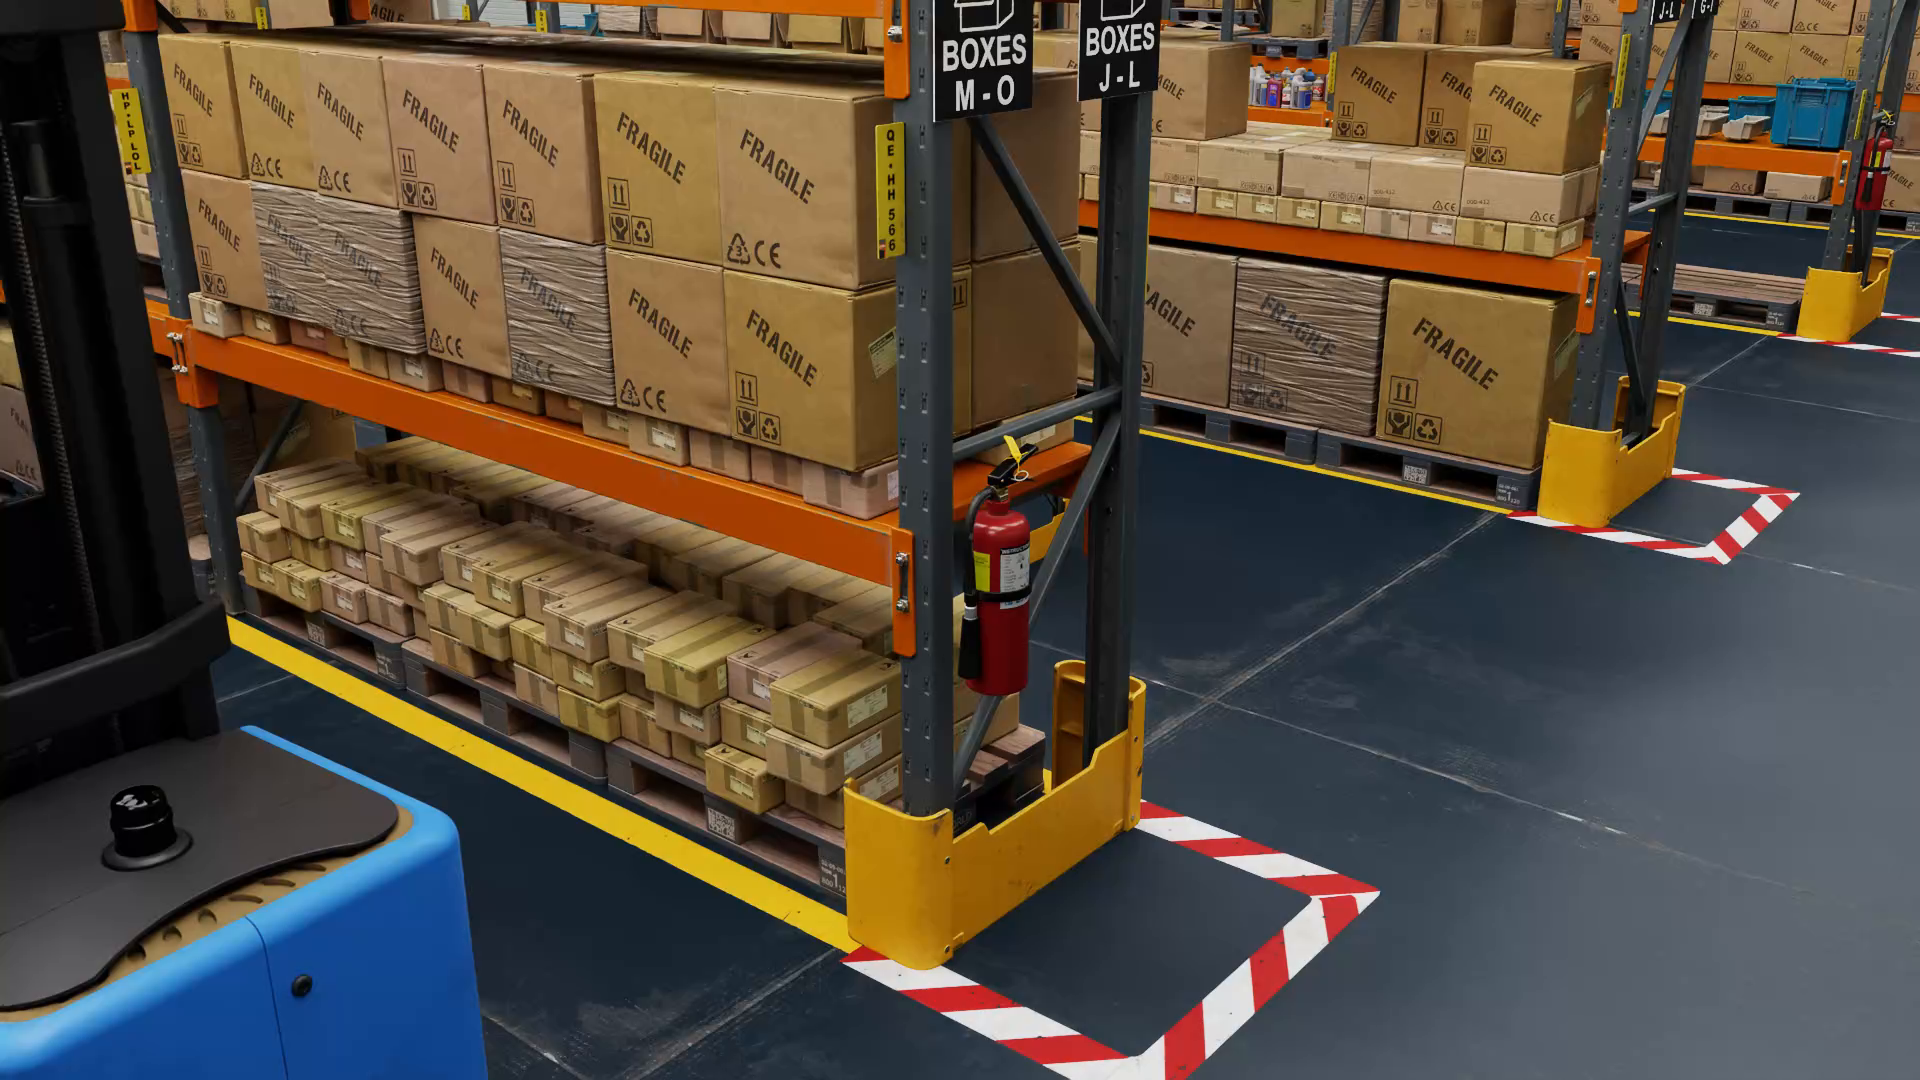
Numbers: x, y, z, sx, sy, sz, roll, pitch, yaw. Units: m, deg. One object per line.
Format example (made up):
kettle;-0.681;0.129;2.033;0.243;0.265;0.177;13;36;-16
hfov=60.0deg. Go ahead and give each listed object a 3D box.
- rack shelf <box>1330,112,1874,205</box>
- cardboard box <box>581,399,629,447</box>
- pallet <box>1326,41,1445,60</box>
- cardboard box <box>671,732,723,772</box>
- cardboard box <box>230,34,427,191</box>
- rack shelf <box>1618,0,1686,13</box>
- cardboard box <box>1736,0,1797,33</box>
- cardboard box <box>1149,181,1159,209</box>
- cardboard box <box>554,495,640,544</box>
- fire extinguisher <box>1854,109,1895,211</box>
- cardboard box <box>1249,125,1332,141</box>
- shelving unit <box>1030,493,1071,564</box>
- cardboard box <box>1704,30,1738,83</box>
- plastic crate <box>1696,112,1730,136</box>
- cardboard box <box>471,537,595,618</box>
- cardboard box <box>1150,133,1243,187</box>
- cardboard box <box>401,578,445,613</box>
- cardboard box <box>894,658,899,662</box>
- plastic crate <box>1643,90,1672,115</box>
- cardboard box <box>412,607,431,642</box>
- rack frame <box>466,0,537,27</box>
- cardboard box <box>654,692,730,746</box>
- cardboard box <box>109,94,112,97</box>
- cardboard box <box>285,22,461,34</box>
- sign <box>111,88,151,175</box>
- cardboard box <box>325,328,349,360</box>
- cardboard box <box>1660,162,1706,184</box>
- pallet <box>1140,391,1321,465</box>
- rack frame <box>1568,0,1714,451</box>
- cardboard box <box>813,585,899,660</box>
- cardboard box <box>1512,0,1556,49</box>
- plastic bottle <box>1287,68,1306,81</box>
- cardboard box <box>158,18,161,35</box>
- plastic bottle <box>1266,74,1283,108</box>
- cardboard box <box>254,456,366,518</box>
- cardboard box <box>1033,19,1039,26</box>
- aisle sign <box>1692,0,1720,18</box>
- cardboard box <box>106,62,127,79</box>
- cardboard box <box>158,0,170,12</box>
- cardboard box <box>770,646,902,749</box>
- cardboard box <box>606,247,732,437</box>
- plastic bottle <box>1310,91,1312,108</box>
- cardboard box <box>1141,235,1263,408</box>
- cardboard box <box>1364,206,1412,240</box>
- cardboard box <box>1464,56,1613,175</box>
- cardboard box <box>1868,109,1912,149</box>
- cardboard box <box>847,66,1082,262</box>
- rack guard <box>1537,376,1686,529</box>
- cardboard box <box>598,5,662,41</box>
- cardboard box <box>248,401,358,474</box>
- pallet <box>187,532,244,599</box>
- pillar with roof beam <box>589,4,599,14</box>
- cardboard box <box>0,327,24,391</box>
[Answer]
rack shelf;4.992;-3.118;13.205;4.000;0.370;1.077;16;26;36
cardboard box;-1.007;-0.434;5.425;0.250;0.149;0.380;15;25;34
pallet;4.988;-5.624;19.103;1.213;0.211;1.003;16;26;36
cardboard box;-0.758;0.644;5.656;0.250;0.149;0.380;16;26;36
cardboard box;-2.297;-1.589;6.150;0.500;0.500;0.500;15;25;35
rack shelf;1.860;-3.168;9.086;4.000;0.370;1.077;16;26;36
cardboard box;7.963;-5.242;16.259;0.500;0.500;0.500;17;27;38
cardboard box;1.141;-2.040;9.683;0.250;0.149;0.380;16;26;36
cardboard box;-1.407;-0.076;6.719;0.250;0.149;0.380;15;25;34
fire extinguisher;6.371;-2.640;11.556;0.183;0.674;0.296;16;26;36
cardboard box;2.007;-2.247;9.666;0.500;0.250;0.500;15;26;35
shelving unit;-0.059;-0.719;7.949;1.083;1.500;0.587;16;26;36
cardboard box;7.585;-4.887;16.735;0.500;0.500;0.500;16;26;36
plastic crate;5.580;-3.114;12.464;0.243;0.136;0.396;16;26;36
cardboard box;-1.573;0.134;6.162;0.250;0.149;0.380;16;26;37
cardboard box;1.296;-2.213;9.577;0.500;0.250;0.500;17;26;38
cardboard box;-1.955;0.158;6.521;0.250;0.149;0.380;18;27;39
cardboard box;-0.225;0.413;5.845;0.250;0.149;0.380;16;26;36
plastic crate;5.538;-3.397;13.078;0.300;0.233;0.416;16;26;36
cardboard box;-1.935;0.287;6.602;0.250;0.149;0.380;15;25;34
rack frame;-5.854;-6.578;21.361;0.127;3.000;1.000;16;26;36
cardboard box;-0.798;0.522;5.557;0.250;0.149;0.380;15;25;34
cardboard box;-4.728;-2.306;8.949;0.250;0.149;0.380;17;27;38
cardboard box;-2.369;-1.837;6.807;0.500;0.500;0.500;15;25;34
sign;-3.252;-1.603;6.527;0.005;0.325;0.100;16;26;36
cardboard box;-2.198;-0.799;6.392;0.250;0.149;0.380;15;25;34
cardboard box;7.779;-3.985;17.672;0.500;0.311;0.500;16;26;36
pallet;1.800;-0.779;9.935;1.213;0.211;1.003;16;26;36
rack frame;3.410;-1.655;8.305;0.127;3.000;1.000;16;26;36
cardboard box;-0.286;0.299;5.725;0.250;0.149;0.380;17;26;37
cardboard box;6.352;-5.664;18.201;0.500;0.500;0.700;7;22;18
plastic bottle;3.041;-4.132;15.050;0.135;0.276;0.152;16;26;36
cardboard box;-7.754;-5.078;16.819;0.500;0.500;0.875;16;26;36
plastic bottle;2.725;-3.885;14.385;0.133;0.283;0.061;16;26;36
cardboard box;-2.768;-0.221;7.106;0.250;0.149;0.380;17;27;38
cardboard box;0.788;-6.871;22.350;0.500;0.250;0.500;18;27;40
aisle sign;3.655;-2.937;8.021;0.004;0.787;0.394;16;26;36
cardboard box;-8.550;-4.857;17.153;0.250;0.149;0.380;16;26;36
cardboard box;-7.570;-5.346;16.114;0.500;0.500;0.500;16;26;36
cardboard box;-0.375;0.489;5.223;0.250;0.149;0.380;16;26;37
cardboard box;-0.712;-0.654;5.087;0.500;0.500;0.500;16;26;35
plastic bottle;2.997;-3.846;14.397;0.097;0.201;0.097;0;21;0
cardboard box;1.469;-1.379;9.991;0.875;0.875;0.875;16;26;36
cardboard box;2.336;-1.697;8.772;0.250;0.149;0.380;17;26;37
cardboard box;2.866;-2.111;8.244;0.500;0.500;0.500;16;26;37
cardboard box;11.422;-5.096;20.378;0.500;0.500;0.700;15;25;35
cardboard box;0.015;-1.148;4.981;0.500;0.500;0.500;16;26;36
rack guard;3.428;-0.480;8.732;0.348;0.500;1.175;16;26;36
cardboard box;-2.232;-3.788;12.399;0.637;0.503;0.797;17;27;38
cardboard box;-3.309;-0.478;8.132;0.500;0.500;0.500;17;27;38
pallet;-3.508;-0.082;8.087;1.213;0.211;1.003;16;26;36
pillar with roof beam;-10.520;-13.674;31.676;0.400;9.000;9.100;16;26;36
cardboard box;-4.449;-0.921;8.244;0.500;0.250;0.500;15;25;34
